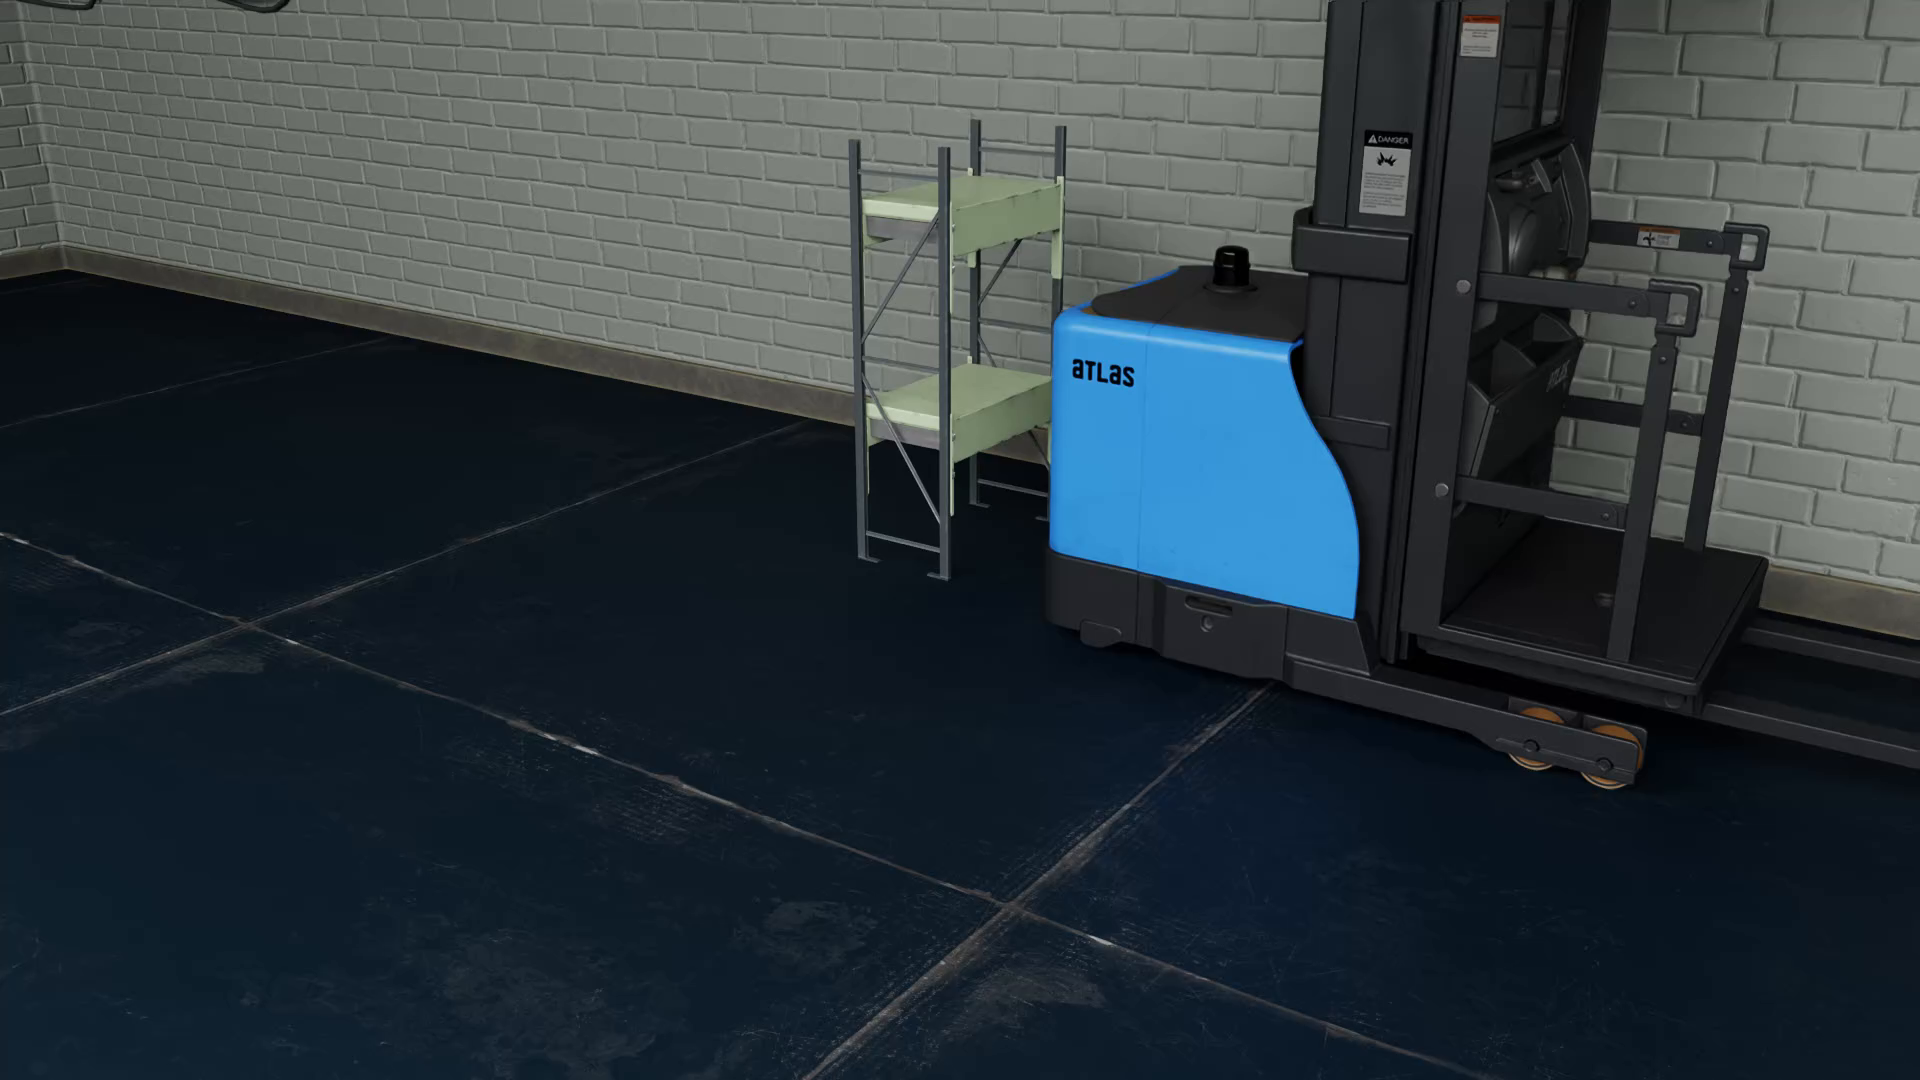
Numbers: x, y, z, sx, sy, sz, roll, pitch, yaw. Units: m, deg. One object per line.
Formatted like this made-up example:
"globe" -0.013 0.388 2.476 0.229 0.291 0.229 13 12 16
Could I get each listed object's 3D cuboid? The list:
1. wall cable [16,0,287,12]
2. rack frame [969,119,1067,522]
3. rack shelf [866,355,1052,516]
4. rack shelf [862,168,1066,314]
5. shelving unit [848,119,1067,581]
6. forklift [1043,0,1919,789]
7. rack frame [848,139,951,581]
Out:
"wall cable" -4.840 -4.302 9.401 3.097 2.526 0.112 13 24 32
"rack frame" 0.209 -0.810 6.294 0.400 1.500 0.023 13 24 32
"rack shelf" 0.004 -0.400 6.123 0.431 0.370 0.720 13 24 32
"rack shelf" 0.004 -1.071 5.875 0.431 0.370 0.720 13 24 32
"shelving unit" 0.004 -0.705 6.010 0.431 1.500 0.755 13 24 32
"forklift" 1.783 -0.917 4.520 3.031 2.935 1.130 13 24 31
"rack frame" -0.202 -0.600 5.726 0.400 1.500 0.023 13 24 32
